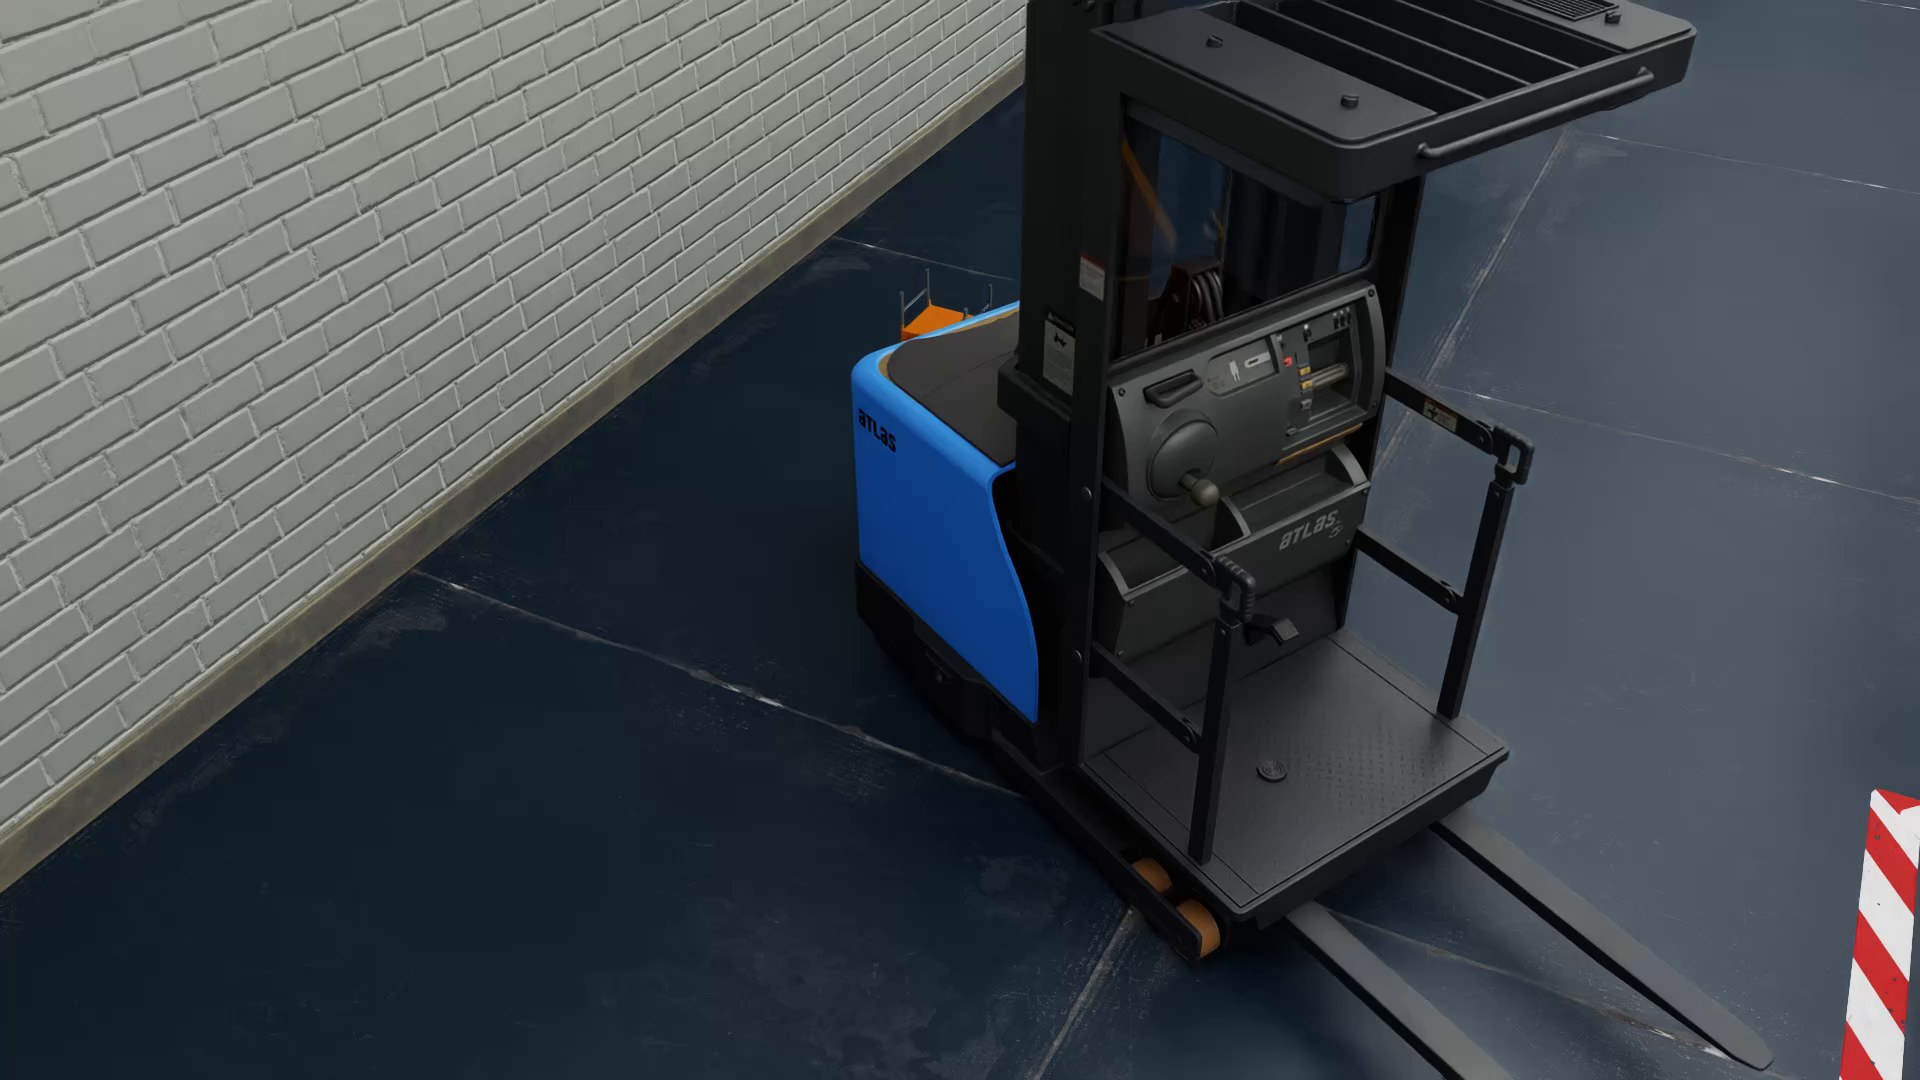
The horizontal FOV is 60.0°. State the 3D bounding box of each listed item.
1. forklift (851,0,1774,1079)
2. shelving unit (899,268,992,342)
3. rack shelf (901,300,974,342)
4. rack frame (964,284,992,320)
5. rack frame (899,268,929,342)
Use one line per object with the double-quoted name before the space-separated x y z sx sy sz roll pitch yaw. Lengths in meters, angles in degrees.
"forklift" 0.900 -0.321 4.248 1.130 2.935 3.031 -23 43 -27
"shelving unit" -0.048 -0.433 5.952 0.252 1.050 0.215 17 41 21
"rack shelf" -0.048 -0.651 5.787 0.240 0.259 0.215 17 41 21
"rack frame" 0.061 -0.399 5.907 0.008 1.050 0.200 17 41 21
"rack frame" -0.156 -0.467 5.997 0.008 1.050 0.200 17 41 21
